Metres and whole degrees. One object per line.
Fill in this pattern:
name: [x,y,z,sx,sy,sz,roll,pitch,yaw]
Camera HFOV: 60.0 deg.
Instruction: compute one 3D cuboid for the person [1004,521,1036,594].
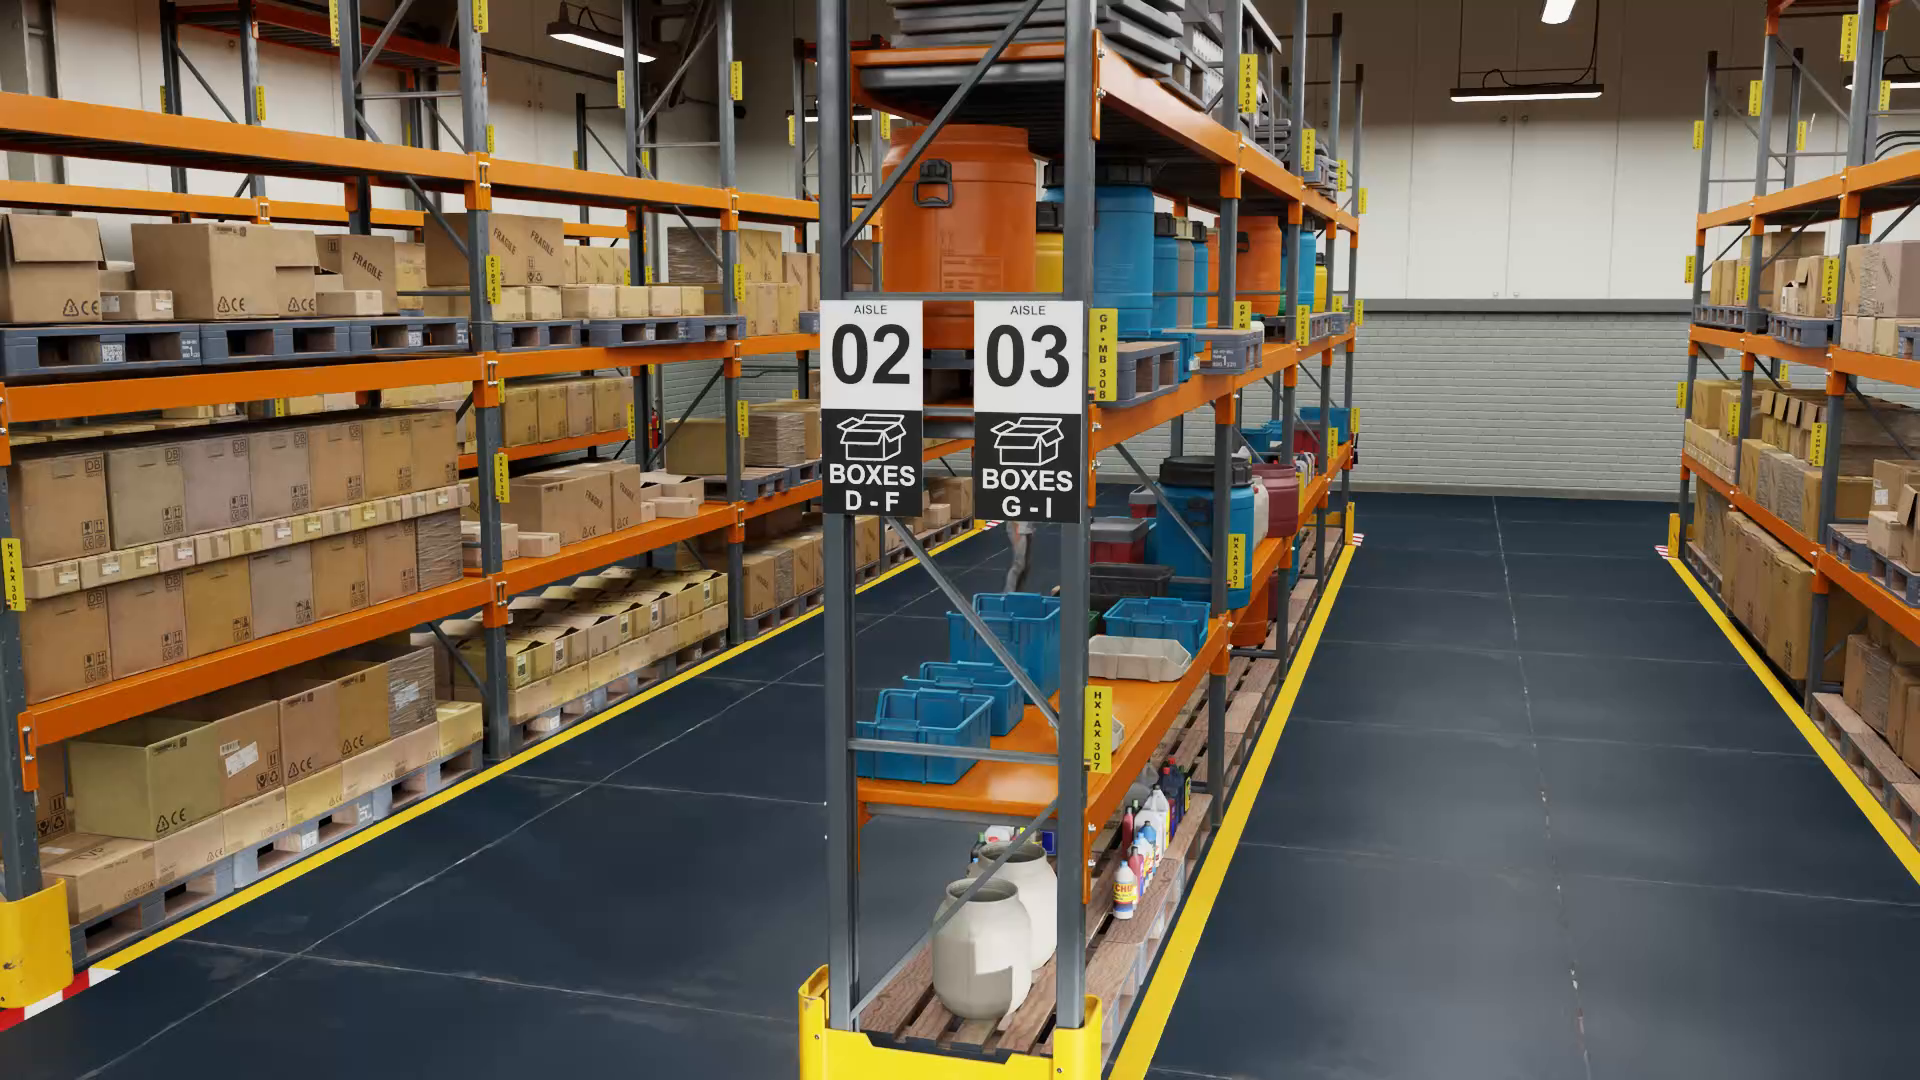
person: [0.617,-0.052,16.875,0.318,1.640,0.407,3,9,18]
